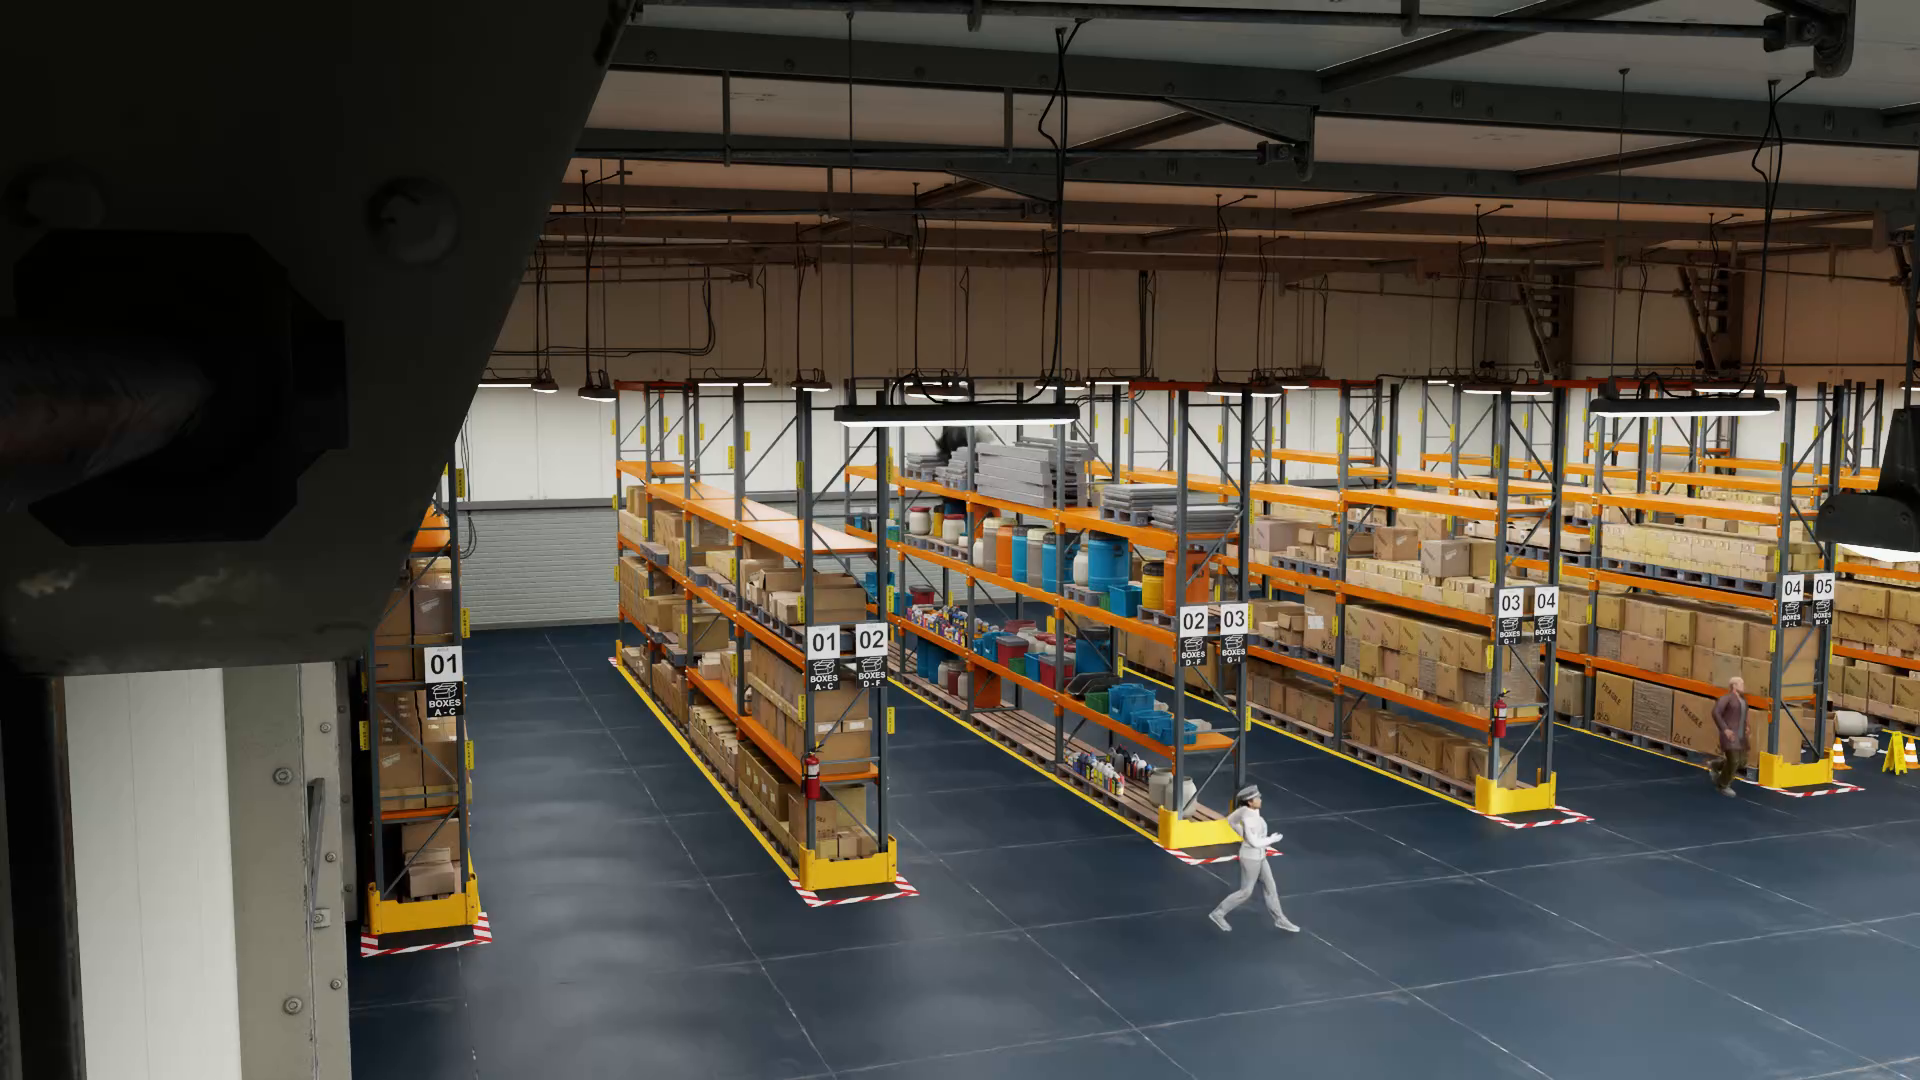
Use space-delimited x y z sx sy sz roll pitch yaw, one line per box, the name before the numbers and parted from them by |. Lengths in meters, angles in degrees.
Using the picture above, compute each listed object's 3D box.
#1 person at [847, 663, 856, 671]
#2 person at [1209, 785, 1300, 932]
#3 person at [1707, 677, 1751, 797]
person | -1.801 2.086 29.246 0.702 1.755 0.599 -4 7 -31
person | 3.278 3.523 18.438 0.997 1.668 0.624 1 6 11
person | 11.420 2.884 24.673 0.762 1.725 0.614 -4 7 -31
